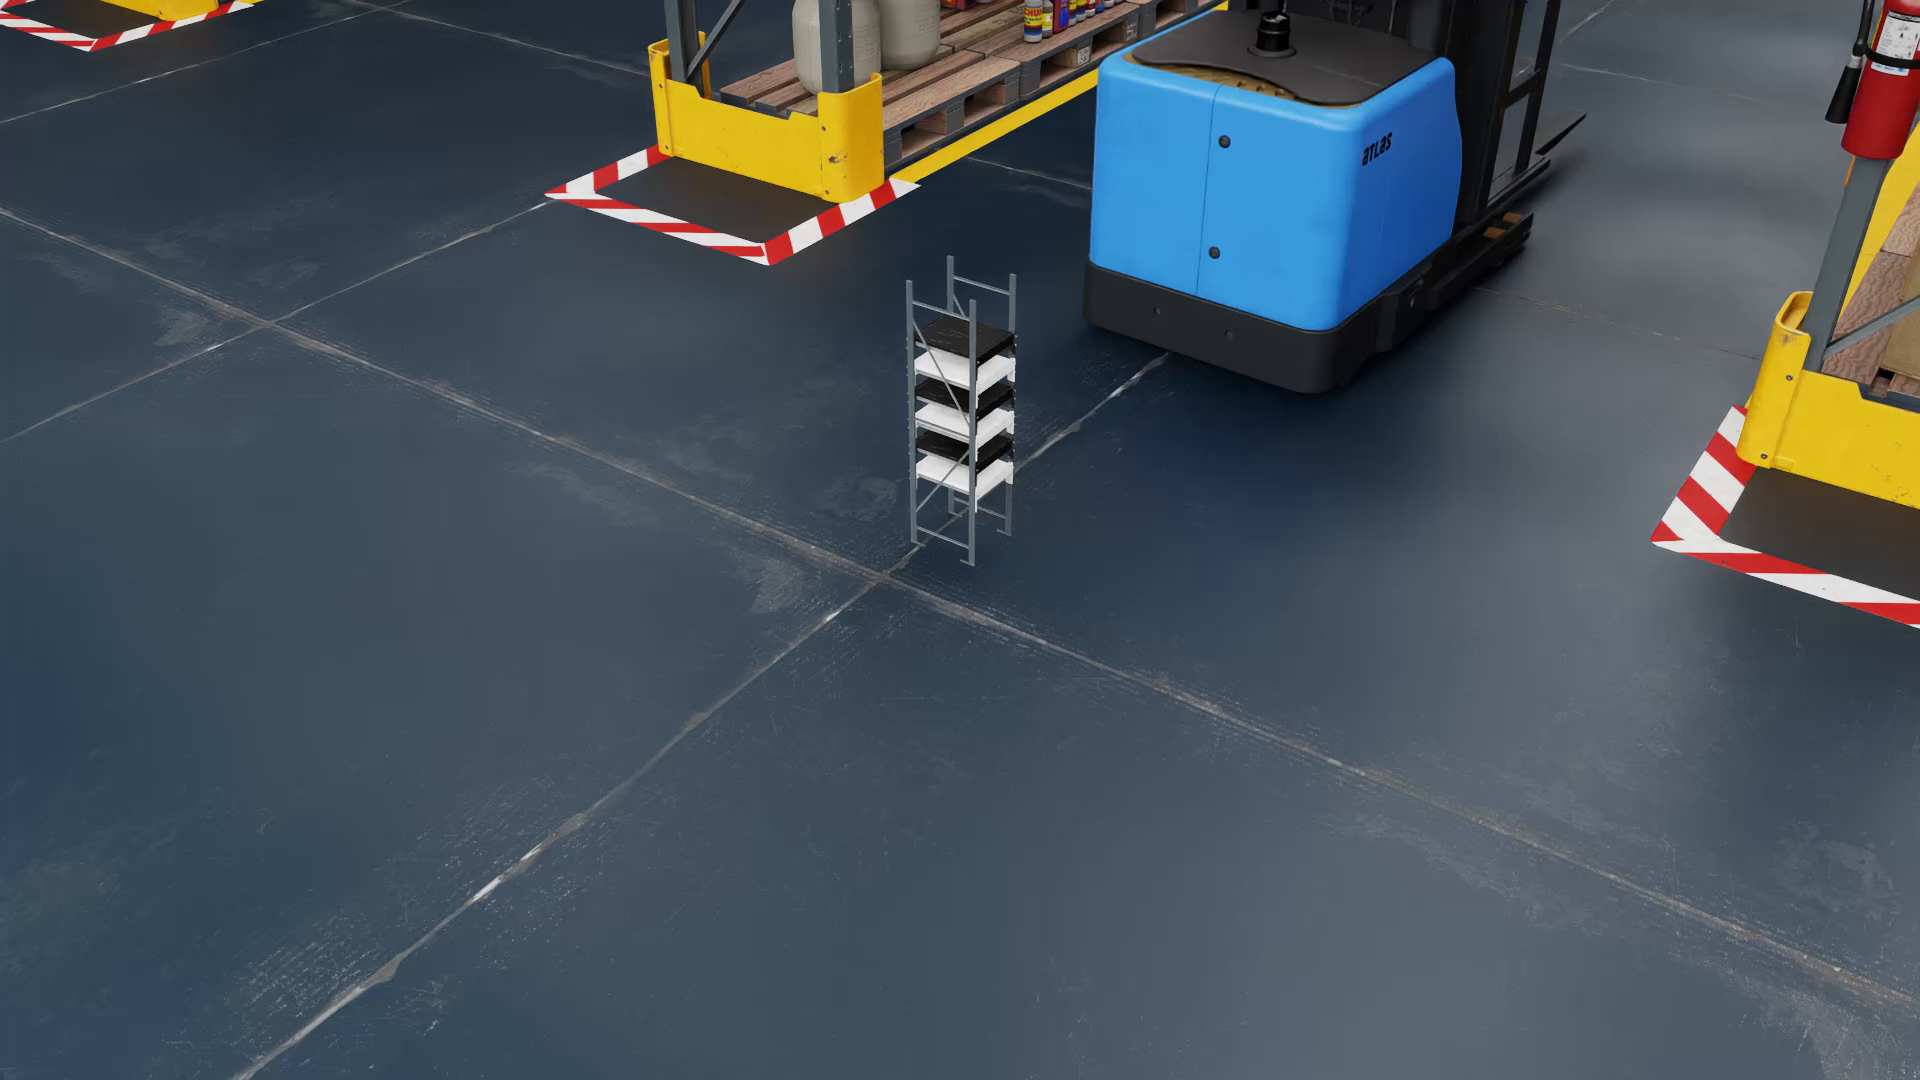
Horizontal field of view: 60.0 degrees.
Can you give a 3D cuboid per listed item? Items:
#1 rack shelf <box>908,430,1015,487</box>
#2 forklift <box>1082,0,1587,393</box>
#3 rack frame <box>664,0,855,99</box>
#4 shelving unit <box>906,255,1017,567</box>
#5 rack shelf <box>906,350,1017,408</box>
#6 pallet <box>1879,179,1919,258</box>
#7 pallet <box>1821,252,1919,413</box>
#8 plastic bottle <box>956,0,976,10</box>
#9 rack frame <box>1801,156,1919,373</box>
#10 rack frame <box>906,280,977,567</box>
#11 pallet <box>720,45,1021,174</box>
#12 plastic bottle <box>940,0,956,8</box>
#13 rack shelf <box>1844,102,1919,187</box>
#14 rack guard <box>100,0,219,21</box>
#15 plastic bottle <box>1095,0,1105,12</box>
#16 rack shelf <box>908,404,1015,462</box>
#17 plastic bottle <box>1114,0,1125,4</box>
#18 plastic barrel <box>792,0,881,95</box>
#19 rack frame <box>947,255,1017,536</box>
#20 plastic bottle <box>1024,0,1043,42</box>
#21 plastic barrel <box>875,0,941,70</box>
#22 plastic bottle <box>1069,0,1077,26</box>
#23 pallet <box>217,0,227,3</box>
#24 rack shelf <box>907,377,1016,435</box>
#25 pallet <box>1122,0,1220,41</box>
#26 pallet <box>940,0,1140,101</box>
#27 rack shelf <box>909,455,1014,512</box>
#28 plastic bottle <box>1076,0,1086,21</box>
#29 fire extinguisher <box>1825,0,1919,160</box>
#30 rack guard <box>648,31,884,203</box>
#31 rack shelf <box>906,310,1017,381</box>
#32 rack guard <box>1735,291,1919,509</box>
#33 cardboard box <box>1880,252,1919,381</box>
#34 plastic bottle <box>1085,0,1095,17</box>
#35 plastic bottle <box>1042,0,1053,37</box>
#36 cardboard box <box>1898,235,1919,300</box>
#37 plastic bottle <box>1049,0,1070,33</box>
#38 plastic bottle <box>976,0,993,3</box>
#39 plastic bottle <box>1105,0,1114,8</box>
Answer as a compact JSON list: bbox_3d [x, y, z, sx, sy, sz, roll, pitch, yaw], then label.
[{"bbox_3d":[0.005,-0.274,5.073,0.258,0.077,0.200,21,39,28],"label":"rack shelf"},{"bbox_3d":[1.768,-2.500,6.330,1.130,2.935,3.031,23,40,30],"label":"forklift"},{"bbox_3d":[-0.907,-2.962,6.953,1.000,3.000,0.127,21,39,28],"label":"rack frame"},{"bbox_3d":[0.005,-0.376,5.003,0.258,0.900,0.210,21,39,28],"label":"shelving unit"},{"bbox_3d":[0.005,-0.498,4.921,0.258,0.077,0.200,21,39,28],"label":"rack shelf"},{"bbox_3d":[4.394,-1.182,6.809,1.003,0.211,1.213,21,39,28],"label":"pallet"},{"bbox_3d":[3.698,-0.623,5.982,1.003,0.211,1.213,21,39,28],"label":"pallet"},{"bbox_3d":[0.034,-3.078,9.156,0.061,0.283,0.133,21,39,28],"label":"plastic bottle"},{"bbox_3d":[3.162,-1.380,4.613,1.000,3.000,0.127,21,39,28],"label":"rack frame"},{"bbox_3d":[-0.053,-0.330,4.934,0.240,0.900,0.006,21,39,28],"label":"rack frame"},{"bbox_3d":[-0.434,-2.229,8.358,1.003,0.211,1.213,21,39,28],"label":"pallet"},{"bbox_3d":[-0.053,-3.109,9.208,0.152,0.276,0.135,22,40,29],"label":"plastic bottle"},{"bbox_3d":[4.303,-2.003,6.176,1.077,0.370,4.000,21,39,28],"label":"rack shelf"},{"bbox_3d":[-4.987,-3.500,9.979,1.175,0.500,0.348,21,39,28],"label":"rack guard"},{"bbox_3d":[0.751,-3.046,9.120,0.097,0.271,0.097,0,34,0],"label":"plastic bottle"},{"bbox_3d":[0.005,-0.349,5.022,0.258,0.077,0.200,21,39,28],"label":"rack shelf"},{"bbox_3d":[0.854,-3.158,9.281,0.152,0.276,0.135,22,40,29],"label":"plastic bottle"},{"bbox_3d":[-0.594,-2.433,8.016,0.421,0.512,0.421,0,34,0],"label":"plastic barrel"},{"bbox_3d":[0.063,-0.423,5.073,0.240,0.900,0.006,21,39,28],"label":"rack frame"},{"bbox_3d":[0.383,-2.749,8.680,0.097,0.271,0.097,0,34,0],"label":"plastic bottle"},{"bbox_3d":[-0.308,-2.664,8.357,0.421,0.512,0.421,0,34,0],"label":"plastic barrel"},{"bbox_3d":[0.579,-2.907,8.914,0.097,0.271,0.097,0,34,0],"label":"plastic bottle"},{"bbox_3d":[-4.572,-3.756,10.616,1.003,0.211,1.213,21,39,28],"label":"pallet"},{"bbox_3d":[0.005,-0.423,4.972,0.258,0.077,0.200,21,39,28],"label":"rack shelf"},{"bbox_3d":[0.957,-3.352,10.019,1.003,0.211,1.213,21,39,28],"label":"pallet"},{"bbox_3d":[0.262,-2.788,9.185,1.003,0.211,1.213,21,39,28],"label":"pallet"},{"bbox_3d":[0.005,-0.200,5.123,0.258,0.077,0.200,21,39,28],"label":"rack shelf"},{"bbox_3d":[0.636,-2.953,8.982,0.097,0.271,0.097,0,34,0],"label":"plastic bottle"},{"bbox_3d":[2.718,-1.443,4.775,0.296,0.674,0.183,21,39,28],"label":"fire extinguisher"},{"bbox_3d":[-0.902,-1.977,7.727,1.175,0.500,0.348,21,39,28],"label":"rack guard"},{"bbox_3d":[0.005,-0.573,4.871,0.258,0.077,0.200,21,39,28],"label":"rack shelf"},{"bbox_3d":[3.206,-0.380,5.365,1.175,0.500,0.348,21,39,28],"label":"rack guard"},{"bbox_3d":[3.532,-0.801,5.613,0.500,0.500,0.500,-29,43,-35],"label":"cardboard box"},{"bbox_3d":[0.692,-2.969,9.069,0.097,0.201,0.097,0,34,0],"label":"plastic bottle"},{"bbox_3d":[0.442,-2.768,8.770,0.097,0.201,0.097,0,34,0],"label":"plastic bottle"},{"bbox_3d":[3.845,-1.087,6.036,0.500,0.500,0.500,-25,41,-32],"label":"cardboard box"},{"bbox_3d":[0.527,-2.852,8.822,0.061,0.283,0.133,22,40,29],"label":"plastic bottle"},{"bbox_3d":[0.139,-3.110,9.277,0.097,0.201,0.097,0,34,0],"label":"plastic bottle"},{"bbox_3d":[0.809,-3.064,9.209,0.097,0.201,0.097,0,34,0],"label":"plastic bottle"}]
